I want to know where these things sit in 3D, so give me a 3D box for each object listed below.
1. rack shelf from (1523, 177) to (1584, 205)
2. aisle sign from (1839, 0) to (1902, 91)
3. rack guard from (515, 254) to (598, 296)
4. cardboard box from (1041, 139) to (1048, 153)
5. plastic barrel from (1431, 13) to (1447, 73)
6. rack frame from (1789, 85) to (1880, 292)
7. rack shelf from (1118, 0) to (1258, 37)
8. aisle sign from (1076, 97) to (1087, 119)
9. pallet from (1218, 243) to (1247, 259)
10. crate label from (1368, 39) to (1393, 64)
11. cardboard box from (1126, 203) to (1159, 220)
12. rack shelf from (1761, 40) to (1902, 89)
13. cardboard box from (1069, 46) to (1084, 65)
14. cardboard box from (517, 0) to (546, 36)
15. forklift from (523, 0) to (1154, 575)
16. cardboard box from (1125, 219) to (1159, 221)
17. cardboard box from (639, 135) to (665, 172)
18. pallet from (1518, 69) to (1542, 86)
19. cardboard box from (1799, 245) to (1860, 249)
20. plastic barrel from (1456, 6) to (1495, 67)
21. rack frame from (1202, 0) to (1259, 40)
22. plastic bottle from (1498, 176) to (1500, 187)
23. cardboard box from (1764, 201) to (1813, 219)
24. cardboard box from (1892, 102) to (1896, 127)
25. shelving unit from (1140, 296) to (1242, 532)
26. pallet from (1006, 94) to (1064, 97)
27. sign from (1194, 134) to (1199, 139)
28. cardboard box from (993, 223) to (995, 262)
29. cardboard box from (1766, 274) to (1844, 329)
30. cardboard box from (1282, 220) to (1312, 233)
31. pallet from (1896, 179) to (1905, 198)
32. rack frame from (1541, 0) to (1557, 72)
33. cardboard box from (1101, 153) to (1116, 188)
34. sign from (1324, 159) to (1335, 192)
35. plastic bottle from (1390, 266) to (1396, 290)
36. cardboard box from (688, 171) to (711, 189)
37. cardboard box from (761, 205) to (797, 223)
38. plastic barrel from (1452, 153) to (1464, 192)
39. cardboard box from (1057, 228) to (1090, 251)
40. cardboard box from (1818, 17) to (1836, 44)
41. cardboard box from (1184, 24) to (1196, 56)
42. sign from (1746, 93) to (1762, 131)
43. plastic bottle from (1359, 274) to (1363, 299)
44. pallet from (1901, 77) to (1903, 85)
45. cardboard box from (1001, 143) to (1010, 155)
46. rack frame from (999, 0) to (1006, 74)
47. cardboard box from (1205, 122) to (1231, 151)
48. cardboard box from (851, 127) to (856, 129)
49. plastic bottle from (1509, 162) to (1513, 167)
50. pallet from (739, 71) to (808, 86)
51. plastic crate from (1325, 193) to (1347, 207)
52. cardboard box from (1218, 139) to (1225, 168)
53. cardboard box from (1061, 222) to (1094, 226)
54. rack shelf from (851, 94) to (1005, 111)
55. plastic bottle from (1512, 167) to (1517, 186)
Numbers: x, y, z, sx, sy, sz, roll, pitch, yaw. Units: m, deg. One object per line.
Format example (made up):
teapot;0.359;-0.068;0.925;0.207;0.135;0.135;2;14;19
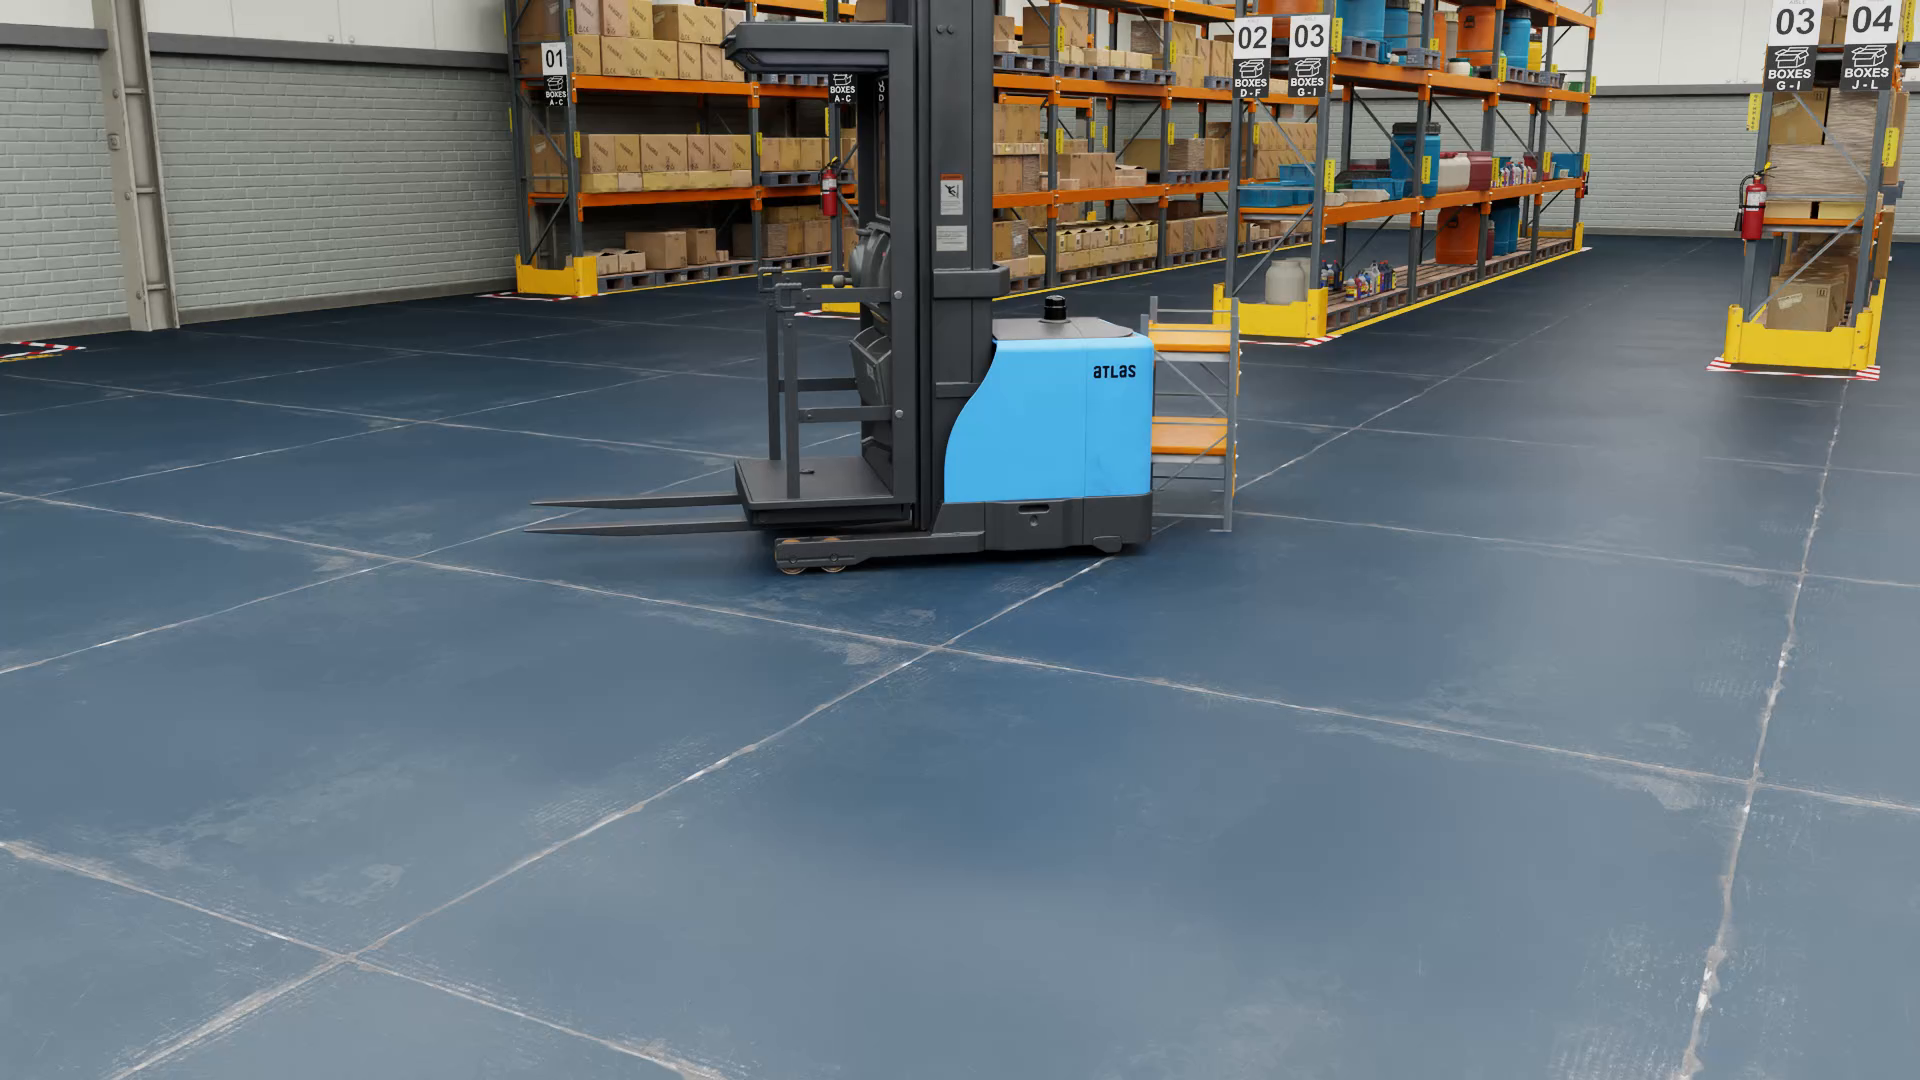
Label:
rack shelf;10.030;-6.138;29.128;1.077;0.370;4.000;7;15;28
aisle sign;7.830;-4.271;14.303;0.394;0.787;0.004;7;15;28
rack guard;-5.374;-3.538;22.143;1.175;0.500;0.348;7;15;28
cardboard box;1.368;-7.754;33.658;0.980;0.700;0.700;7;15;25
plastic barrel;6.226;-6.645;22.382;0.600;0.830;0.708;7;15;28
rack frame;11.465;-4.695;21.610;1.000;3.000;0.127;7;15;28
rack shelf;3.762;-8.601;27.398;1.077;0.370;4.000;7;15;28
aisle sign;2.621;-9.265;35.017;0.394;0.787;0.004;7;15;28
pallet;4.368;-5.112;29.289;1.003;0.211;1.213;7;15;28
crate label;4.456;-5.348;18.233;0.502;0.251;0.408;7;15;28
cardboard box;3.065;-5.412;27.378;0.500;0.250;0.500;8;16;30
rack shelf;8.564;-4.573;16.236;1.077;0.370;4.000;7;15;28
cardboard box;1.430;-6.826;23.470;0.500;0.250;0.500;6;15;23
cardboard box;-5.431;-6.858;21.792;0.500;0.500;0.500;8;16;31
forklift;-0.617;-1.396;8.071;3.031;2.935;1.130;-3;14;-11
cardboard box;3.041;-5.036;27.416;0.500;0.500;0.500;8;16;30
cardboard box;-4.414;-5.309;22.830;0.500;0.500;0.500;7;15;26
pallet;8.224;-7.039;25.332;1.003;0.211;1.213;7;15;28
cardboard box;10.633;-3.322;20.308;0.700;0.500;0.500;9;16;33
plastic barrel;7.406;-7.244;23.968;0.600;0.830;0.708;7;15;28
rack frame;4.728;-9.556;28.969;1.000;3.000;0.127;7;15;28
plastic bottle;7.989;-5.355;24.770;0.097;0.201;0.097;0;14;0
cardboard box;7.555;-3.014;15.170;0.380;0.149;0.250;7;15;28
cardboard box;9.555;-4.431;17.529;0.500;0.500;0.500;7;15;28
shelving unit;1.254;-0.717;9.107;0.538;1.125;1.048;2;14;9
pallet;1.386;-9.031;33.382;1.003;0.211;1.213;7;15;28
sign;4.250;-7.120;29.819;0.100;0.325;0.005;7;15;28
cardboard box;0.109;-3.801;21.272;0.500;0.500;0.500;7;15;28
cardboard box;8.173;-2.296;16.094;0.500;0.500;0.500;13;19;43
cardboard box;6.615;-6.319;32.739;0.500;0.500;0.500;7;15;28
pallet;11.214;-4.444;20.976;1.213;0.211;1.003;7;15;28
rack frame;9.063;-8.994;26.638;1.000;3.000;0.127;7;15;28
cardboard box;1.998;-5.521;24.821;0.500;0.500;0.500;6;15;25
sign;3.741;-3.687;16.835;0.100;0.325;0.005;7;15;28
plastic bottle;5.252;-3.193;20.236;0.061;0.283;0.133;8;16;31
cardboard box;-3.918;-5.157;23.803;0.500;0.250;0.500;7;15;28
cardboard box;-2.926;-5.165;26.353;0.500;0.250;0.500;7;15;27
plastic barrel;6.615;-4.989;22.590;0.421;0.512;0.421;0;14;0
cardboard box;1.526;-4.297;23.730;0.500;0.311;0.500;7;15;27
cardboard box;7.608;-4.567;14.997;0.500;0.250;0.500;8;16;29
cardboard box;3.504;-8.109;27.024;0.500;0.500;0.500;7;15;28
sign;7.121;-3.838;14.907;0.100;0.325;0.005;7;15;28
plastic bottle;4.577;-2.910;19.086;0.097;0.271;0.097;0;14;0
pallet;14.394;-7.347;26.398;1.003;0.211;1.213;7;15;28
cardboard box;0.424;-5.073;21.579;0.380;0.149;0.250;7;15;28
rack frame;0.390;-10.116;31.294;1.000;3.000;0.127;7;15;28
cardboard box;4.746;-7.307;30.095;0.500;0.500;0.500;7;15;28
cardboard box;-1.551;-7.069;28.964;0.500;0.250;0.500;8;16;30
plastic bottle;8.689;-5.806;26.321;0.144;0.351;0.185;7;15;28
pallet;-3.085;-7.040;25.335;1.213;0.211;1.003;7;15;28
plastic crate;3.976;-3.634;17.770;0.298;0.136;0.250;7;15;28
cardboard box;4.304;-6.820;29.313;0.700;0.500;0.500;2;14;9
cardboard box;1.789;-4.671;25.284;0.500;0.311;0.500;7;15;27
rack shelf;-0.577;-7.898;30.028;1.077;0.370;4.000;7;15;28
plastic bottle;8.558;-5.646;25.817;0.152;0.276;0.135;7;15;28
